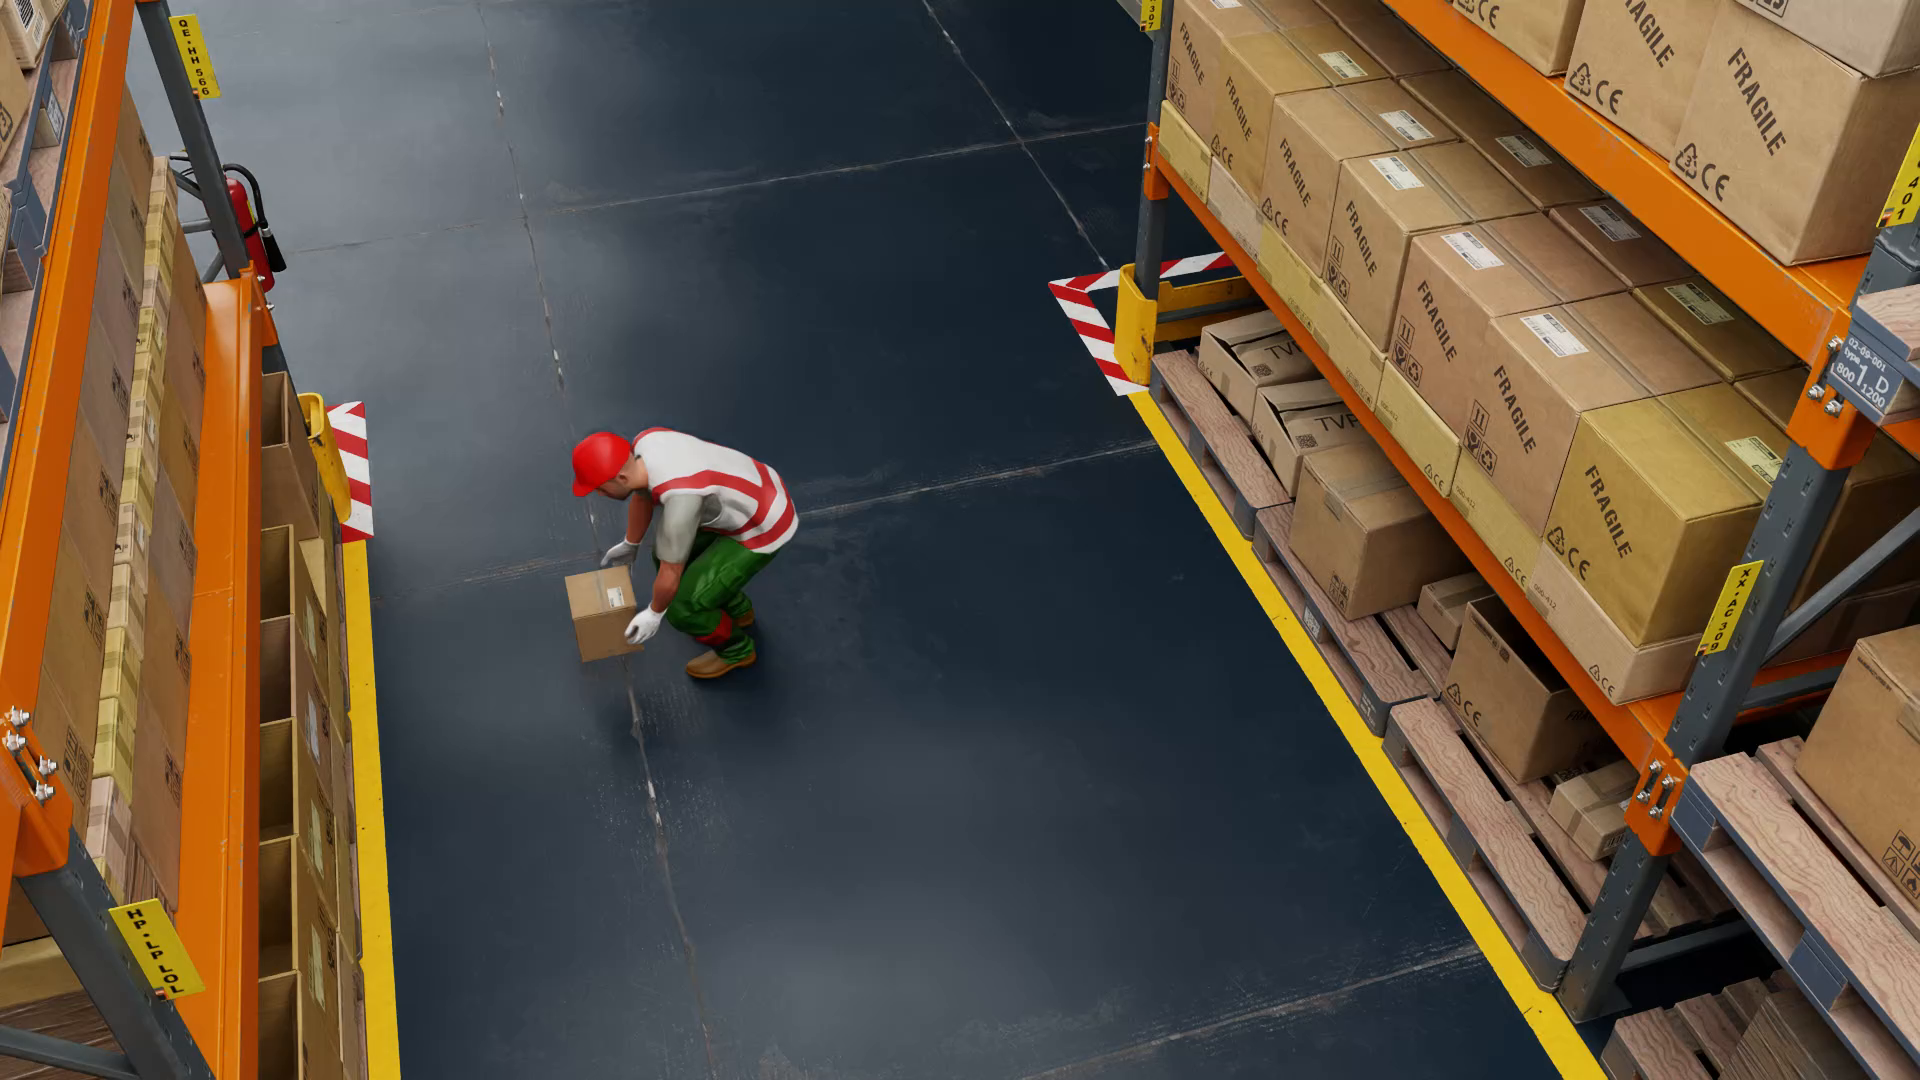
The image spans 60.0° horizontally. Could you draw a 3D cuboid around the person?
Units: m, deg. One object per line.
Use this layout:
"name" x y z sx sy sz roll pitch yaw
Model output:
"person" -1.044 0.022 6.531 0.833 1.239 0.585 -12 43 -13
